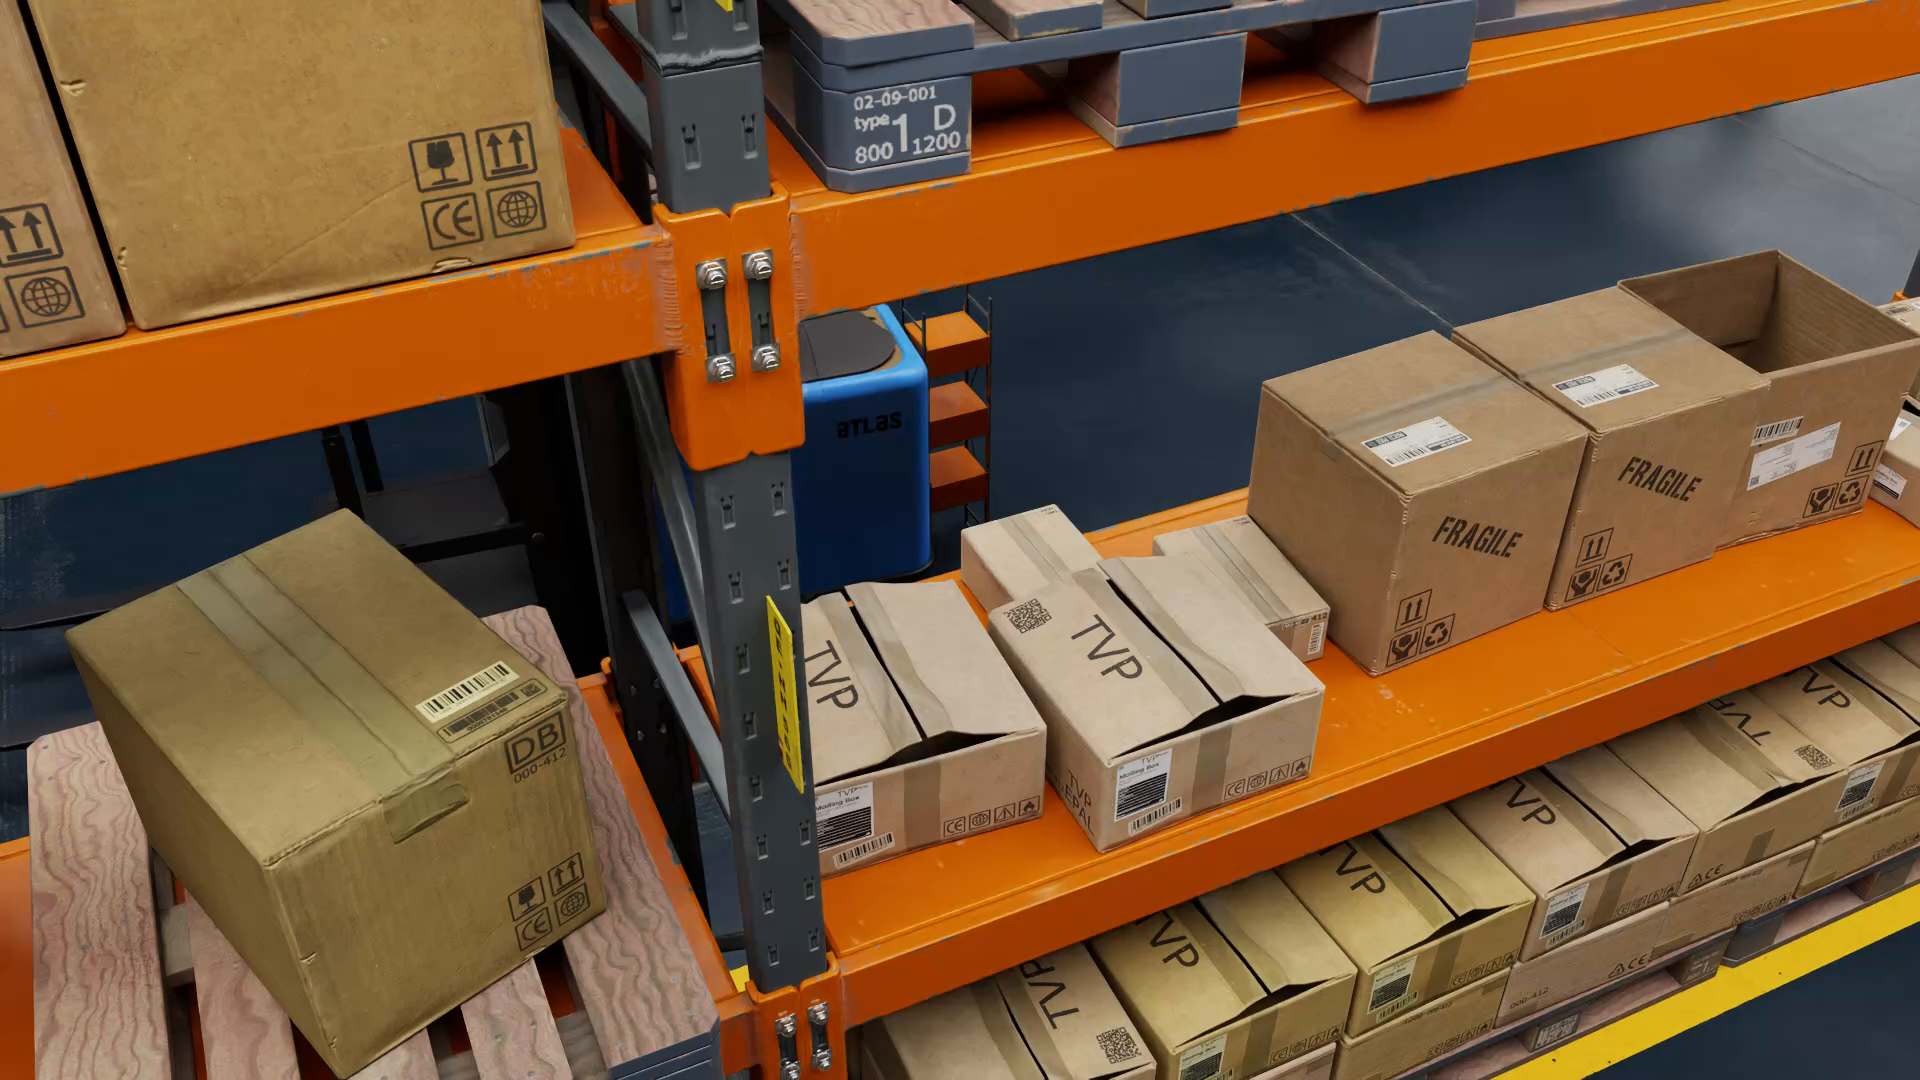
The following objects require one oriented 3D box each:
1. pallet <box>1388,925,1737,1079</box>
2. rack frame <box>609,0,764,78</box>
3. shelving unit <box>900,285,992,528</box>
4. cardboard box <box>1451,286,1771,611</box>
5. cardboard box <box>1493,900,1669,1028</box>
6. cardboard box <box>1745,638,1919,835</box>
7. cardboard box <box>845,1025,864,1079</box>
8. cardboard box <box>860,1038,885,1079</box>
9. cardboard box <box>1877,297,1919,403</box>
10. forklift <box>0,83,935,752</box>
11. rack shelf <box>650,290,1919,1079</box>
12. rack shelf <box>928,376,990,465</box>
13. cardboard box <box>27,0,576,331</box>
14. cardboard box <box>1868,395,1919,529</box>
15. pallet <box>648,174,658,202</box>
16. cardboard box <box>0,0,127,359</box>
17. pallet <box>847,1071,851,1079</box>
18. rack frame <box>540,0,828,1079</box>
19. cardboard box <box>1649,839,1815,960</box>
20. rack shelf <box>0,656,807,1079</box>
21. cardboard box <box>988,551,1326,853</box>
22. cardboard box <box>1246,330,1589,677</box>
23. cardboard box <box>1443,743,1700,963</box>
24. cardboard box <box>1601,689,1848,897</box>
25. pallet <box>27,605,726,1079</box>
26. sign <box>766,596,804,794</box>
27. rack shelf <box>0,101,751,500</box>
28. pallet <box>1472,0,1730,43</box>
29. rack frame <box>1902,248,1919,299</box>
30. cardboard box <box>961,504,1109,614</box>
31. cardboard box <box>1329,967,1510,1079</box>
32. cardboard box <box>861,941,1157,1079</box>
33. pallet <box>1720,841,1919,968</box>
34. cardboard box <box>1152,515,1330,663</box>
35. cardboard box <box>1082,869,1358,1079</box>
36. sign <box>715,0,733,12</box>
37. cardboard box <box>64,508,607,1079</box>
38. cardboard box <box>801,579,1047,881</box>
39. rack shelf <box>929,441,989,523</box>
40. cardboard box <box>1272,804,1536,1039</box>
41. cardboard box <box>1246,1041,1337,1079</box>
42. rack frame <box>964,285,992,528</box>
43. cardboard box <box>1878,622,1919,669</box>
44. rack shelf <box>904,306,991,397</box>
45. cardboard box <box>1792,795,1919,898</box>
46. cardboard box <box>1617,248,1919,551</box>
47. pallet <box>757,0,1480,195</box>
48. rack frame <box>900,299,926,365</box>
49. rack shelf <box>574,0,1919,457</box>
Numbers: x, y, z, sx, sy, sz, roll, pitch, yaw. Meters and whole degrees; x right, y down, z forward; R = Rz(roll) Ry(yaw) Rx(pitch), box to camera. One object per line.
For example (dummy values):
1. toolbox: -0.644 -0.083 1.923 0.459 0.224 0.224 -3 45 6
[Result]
1. pallet: 1.361 1.005 4.718 1.213 0.211 1.003 -16 39 -20
2. rack frame: -0.503 -2.031 1.434 0.127 3.000 1.000 -16 39 -20
3. shelving unit: -0.048 -0.408 5.919 0.252 1.050 0.215 -16 39 -20
4. cardboard box: 1.485 -0.228 3.955 0.500 0.500 0.500 -16 39 -20
5. cardboard box: 1.483 0.948 4.409 0.500 0.250 0.500 -15 39 -19
6. cardboard box: 2.405 0.469 4.584 0.500 0.311 0.500 -15 39 -19
7. cardboard box: -0.131 1.050 4.272 0.500 0.250 0.500 -15 39 -19
8. cardboard box: 0.096 1.341 3.880 0.500 0.250 0.500 -16 39 -20
9. cardboard box: 2.690 -0.425 4.431 0.500 0.250 0.500 -13 39 -17
10. forklift: -1.662 -0.839 4.921 3.031 2.935 1.130 -11 38 -15
11. rack shelf: 1.307 0.162 4.118 4.000 0.370 1.077 -16 39 -20
12. rack shelf: -0.048 -0.400 5.925 0.240 0.259 0.215 -16 39 -20
13. cardboard box: -0.884 -0.737 2.124 0.500 0.500 0.910 -16 39 -20
14. cardboard box: 2.400 -0.258 4.193 0.258 0.266 0.396 -17 40 -21
15. pallet: -1.887 -1.348 7.891 1.213 0.211 1.003 -16 39 -20
16. cardboard box: -1.346 -0.608 1.950 0.500 0.500 0.910 -16 39 -20
17. pallet: 0.258 1.312 4.304 1.213 0.211 1.003 -16 39 -20
18. rack frame: -0.503 0.379 3.221 0.127 3.000 1.000 -16 39 -20
19. cardboard box: 1.944 0.820 4.582 0.500 0.250 0.500 -15 39 -19
20. rack shelf: -2.314 1.174 2.753 4.000 0.370 1.077 -16 39 -20
21. cardboard box: 0.389 0.293 3.412 0.500 0.311 0.500 -16 39 -20
22. cardboard box: 1.009 -0.095 3.776 0.500 0.500 0.500 -18 40 -22
23. cardboard box: 1.495 0.720 4.247 0.500 0.311 0.500 -16 39 -21
24. cardboard box: 1.952 0.594 4.416 0.500 0.311 0.500 -16 39 -20
25. pallet: -1.087 0.666 2.996 1.003 0.211 1.213 -16 39 -20
26. sign: -0.264 0.236 2.508 0.005 0.325 0.100 -16 39 -20
27. rack shelf: -2.314 -0.031 1.859 4.000 0.370 1.077 -16 39 -20
28. pallet: 1.084 -1.255 3.064 1.213 0.211 1.003 -14 39 -18
29. rack frame: 3.118 -0.633 4.586 0.127 3.000 1.000 -16 39 -20
30. cardboard box: 0.193 0.103 3.804 0.250 0.149 0.380 -16 39 -20
31. cardboard box: 1.018 1.078 4.234 0.500 0.250 0.500 -17 40 -21
32. cardboard box: 0.096 1.115 3.713 0.500 0.311 0.500 -14 39 -18
33. pallet: 2.467 0.694 5.137 1.213 0.211 1.003 -16 39 -20
34. cardboard box: 0.627 0.127 3.772 0.250 0.149 0.380 -13 38 -17
35. cardboard box: 0.567 0.978 3.899 0.500 0.311 0.500 -17 40 -21
36. sign: -0.275 -0.740 1.778 0.005 0.325 0.100 -16 39 -20
37. cardboard box: -1.026 0.390 2.769 0.500 0.500 0.700 -30 46 -34
38. cardboard box: -0.156 0.346 3.340 0.500 0.311 0.500 -13 39 -17
39. rack shelf: -0.048 -0.176 6.091 0.240 0.259 0.215 -16 39 -20
40. cardboard box: 1.030 0.850 4.071 0.500 0.311 0.500 -17 40 -21
41. cardboard box: 0.550 1.213 4.052 0.500 0.250 0.500 -17 40 -21
42. rack frame: 0.062 -0.439 5.961 0.008 1.050 0.200 -16 39 -20
43. cardboard box: 2.873 0.334 4.766 0.500 0.311 0.500 -16 39 -20
44. rack shelf: -0.048 -0.628 5.756 0.240 0.259 0.215 -16 39 -20
45. cardboard box: 2.407 0.691 4.757 0.500 0.250 0.500 -16 40 -21
46. cardboard box: 1.939 -0.355 4.126 0.500 0.500 0.500 -13 38 -17
47. pallet: 0.073 -0.970 2.680 1.003 0.211 1.213 -14 39 -18
48. rack frame: -0.159 -0.377 5.877 0.008 1.050 0.200 -16 39 -20
49. rack shelf: 1.307 -1.043 3.224 4.000 0.370 1.077 -16 39 -20
